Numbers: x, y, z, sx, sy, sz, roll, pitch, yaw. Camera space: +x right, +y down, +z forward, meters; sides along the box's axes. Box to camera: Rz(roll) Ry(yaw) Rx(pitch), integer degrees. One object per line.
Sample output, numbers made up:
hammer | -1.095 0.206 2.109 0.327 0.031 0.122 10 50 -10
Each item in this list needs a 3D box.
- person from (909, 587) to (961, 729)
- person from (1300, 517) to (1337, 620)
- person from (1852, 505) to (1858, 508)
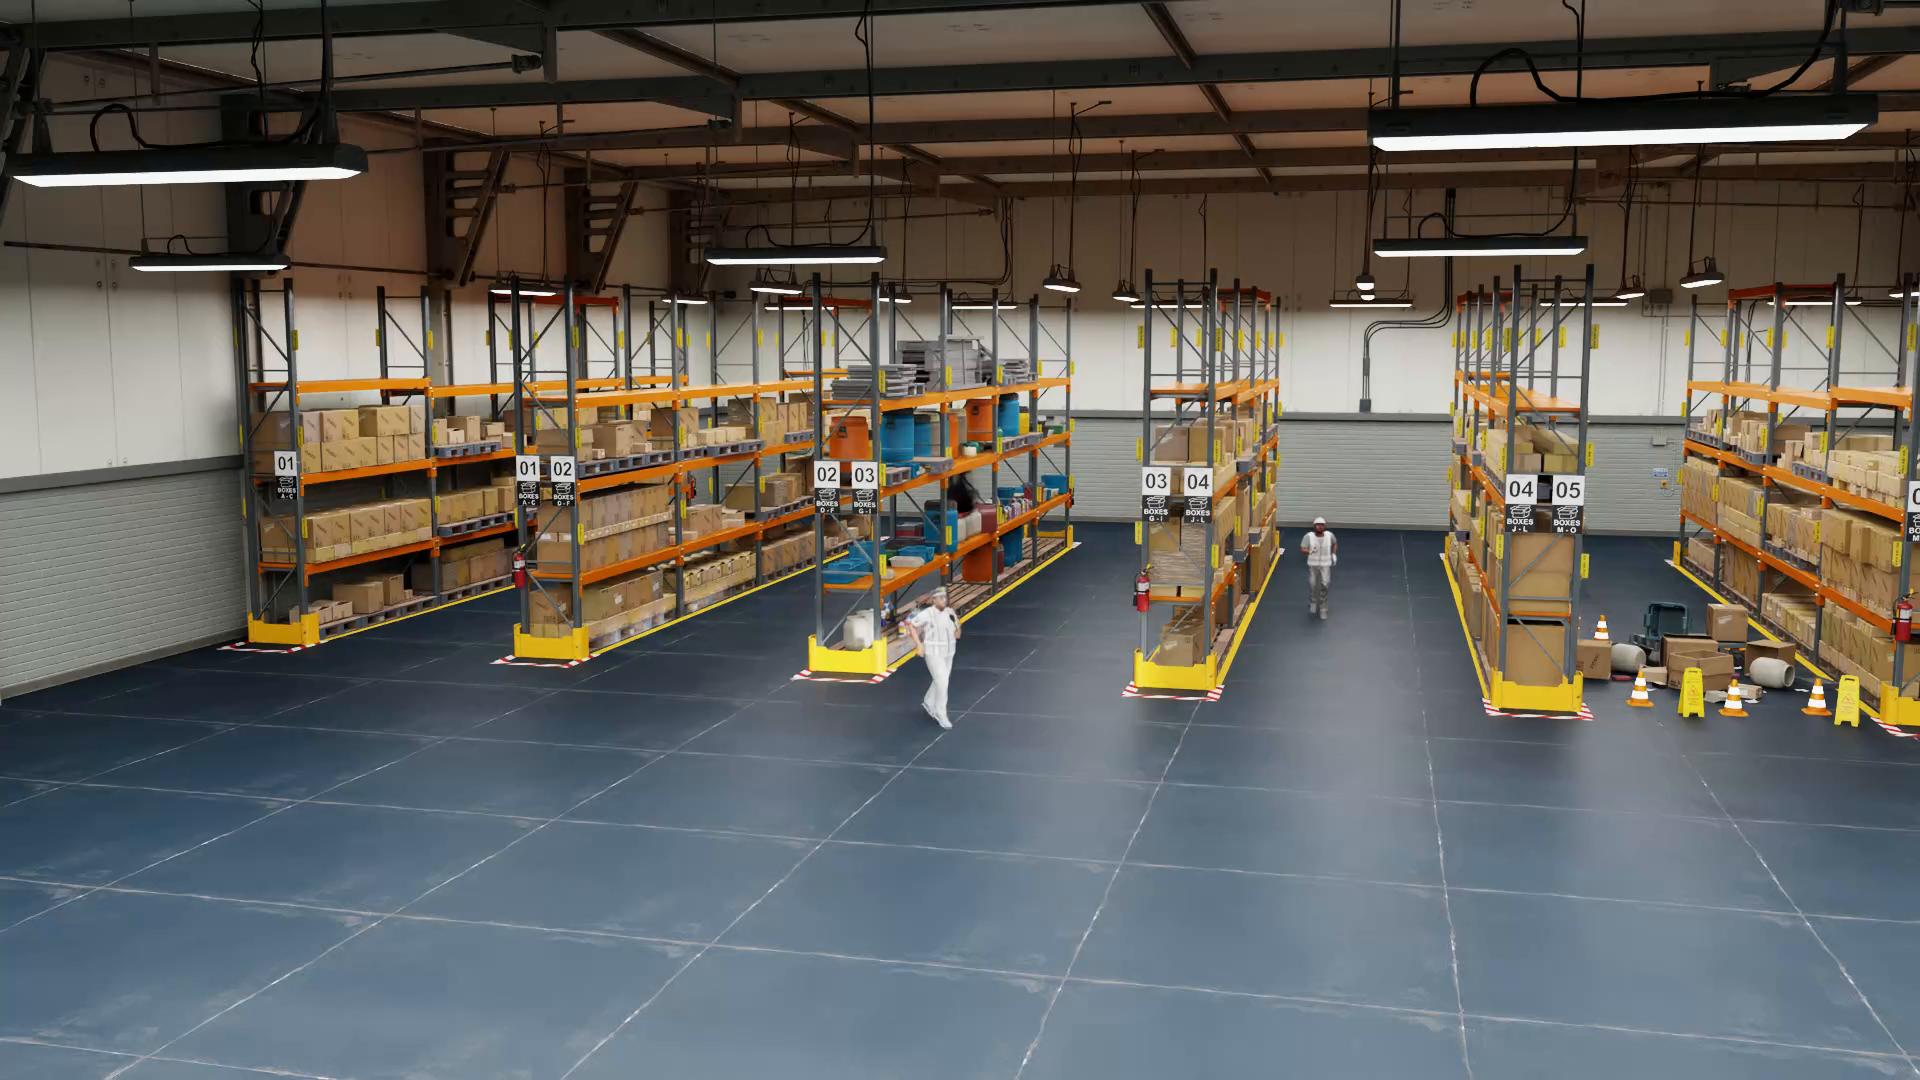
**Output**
person | -0.281 1.520 21.812 0.644 1.836 0.793 -6 9 -41
person | 6.488 0.507 30.130 0.673 1.858 0.821 1 7 10
person | 17.700 0.144 33.002 0.699 1.756 0.988 1 7 7
